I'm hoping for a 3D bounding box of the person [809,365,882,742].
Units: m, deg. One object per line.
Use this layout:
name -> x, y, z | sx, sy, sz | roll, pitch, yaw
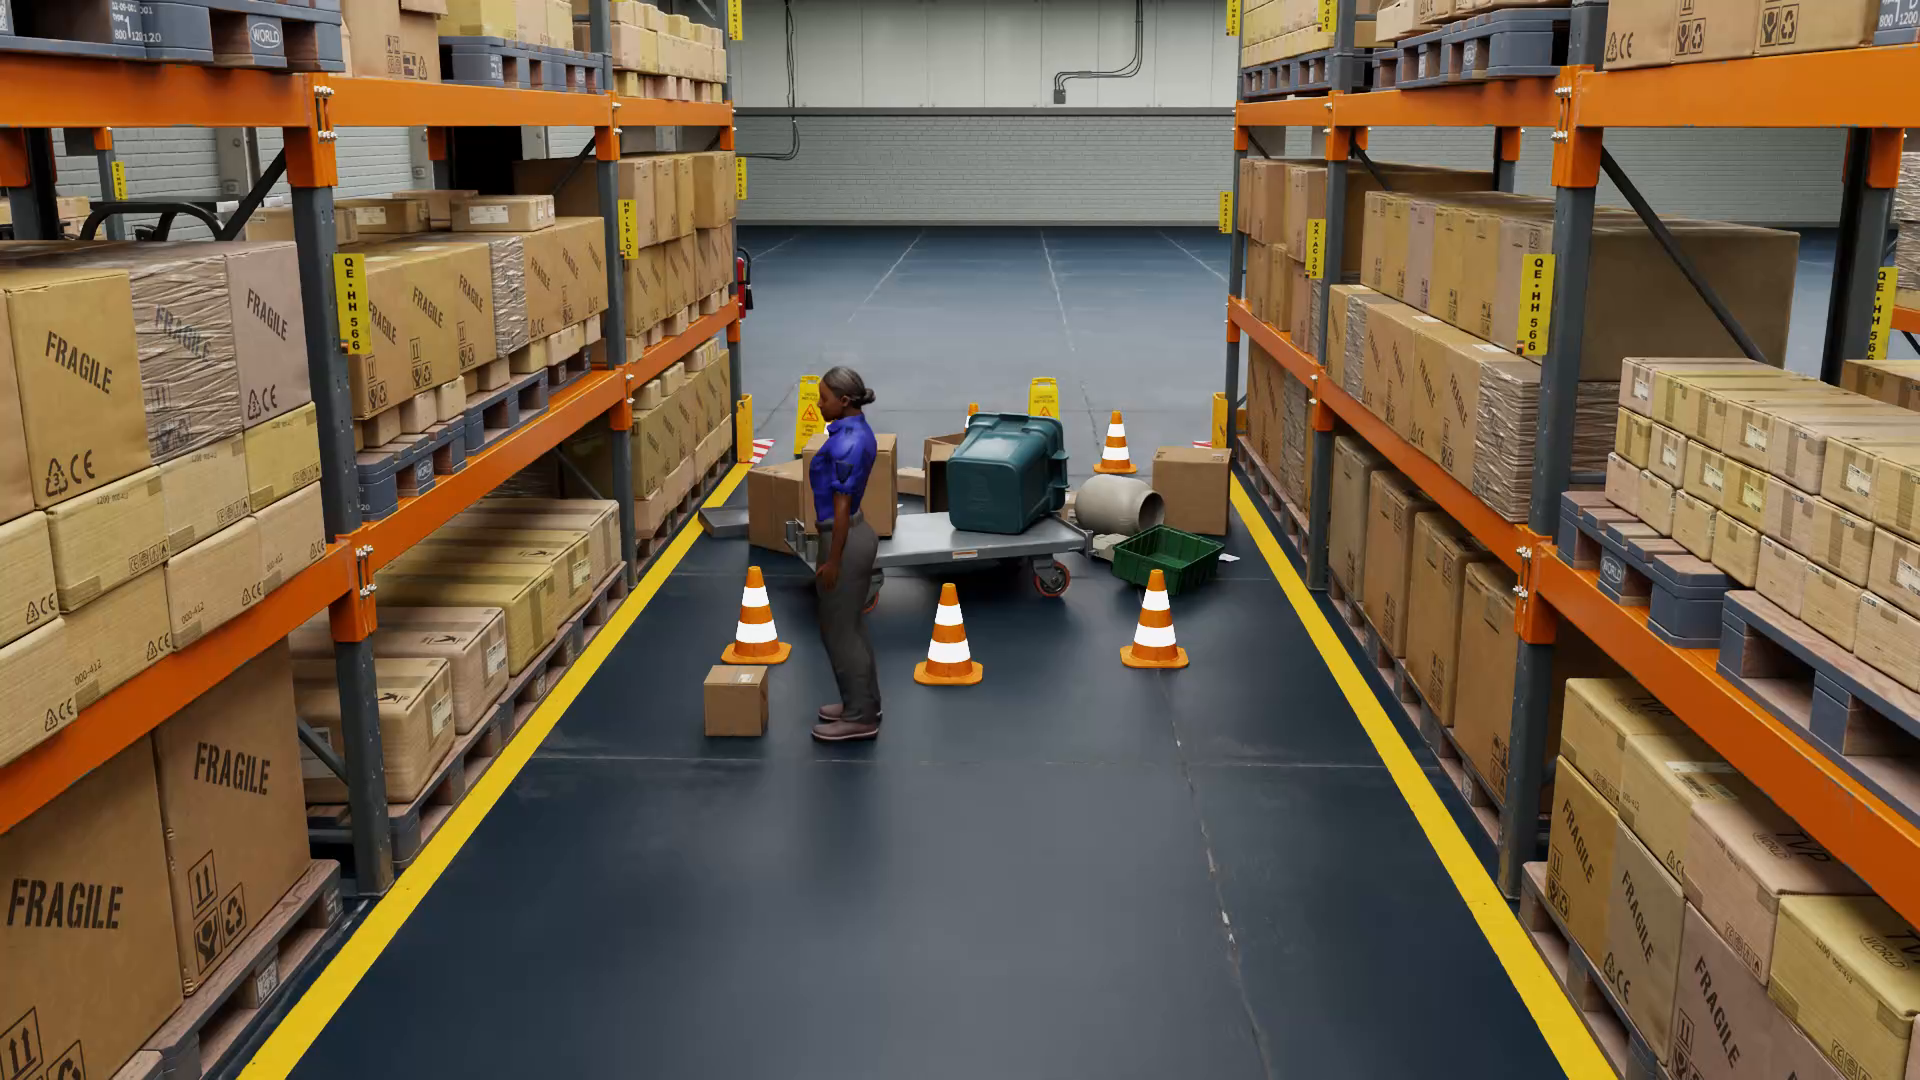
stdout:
person -> -0.510, 0.054, 7.305 | 0.299, 1.656, 0.438 | 1, 14, 3
